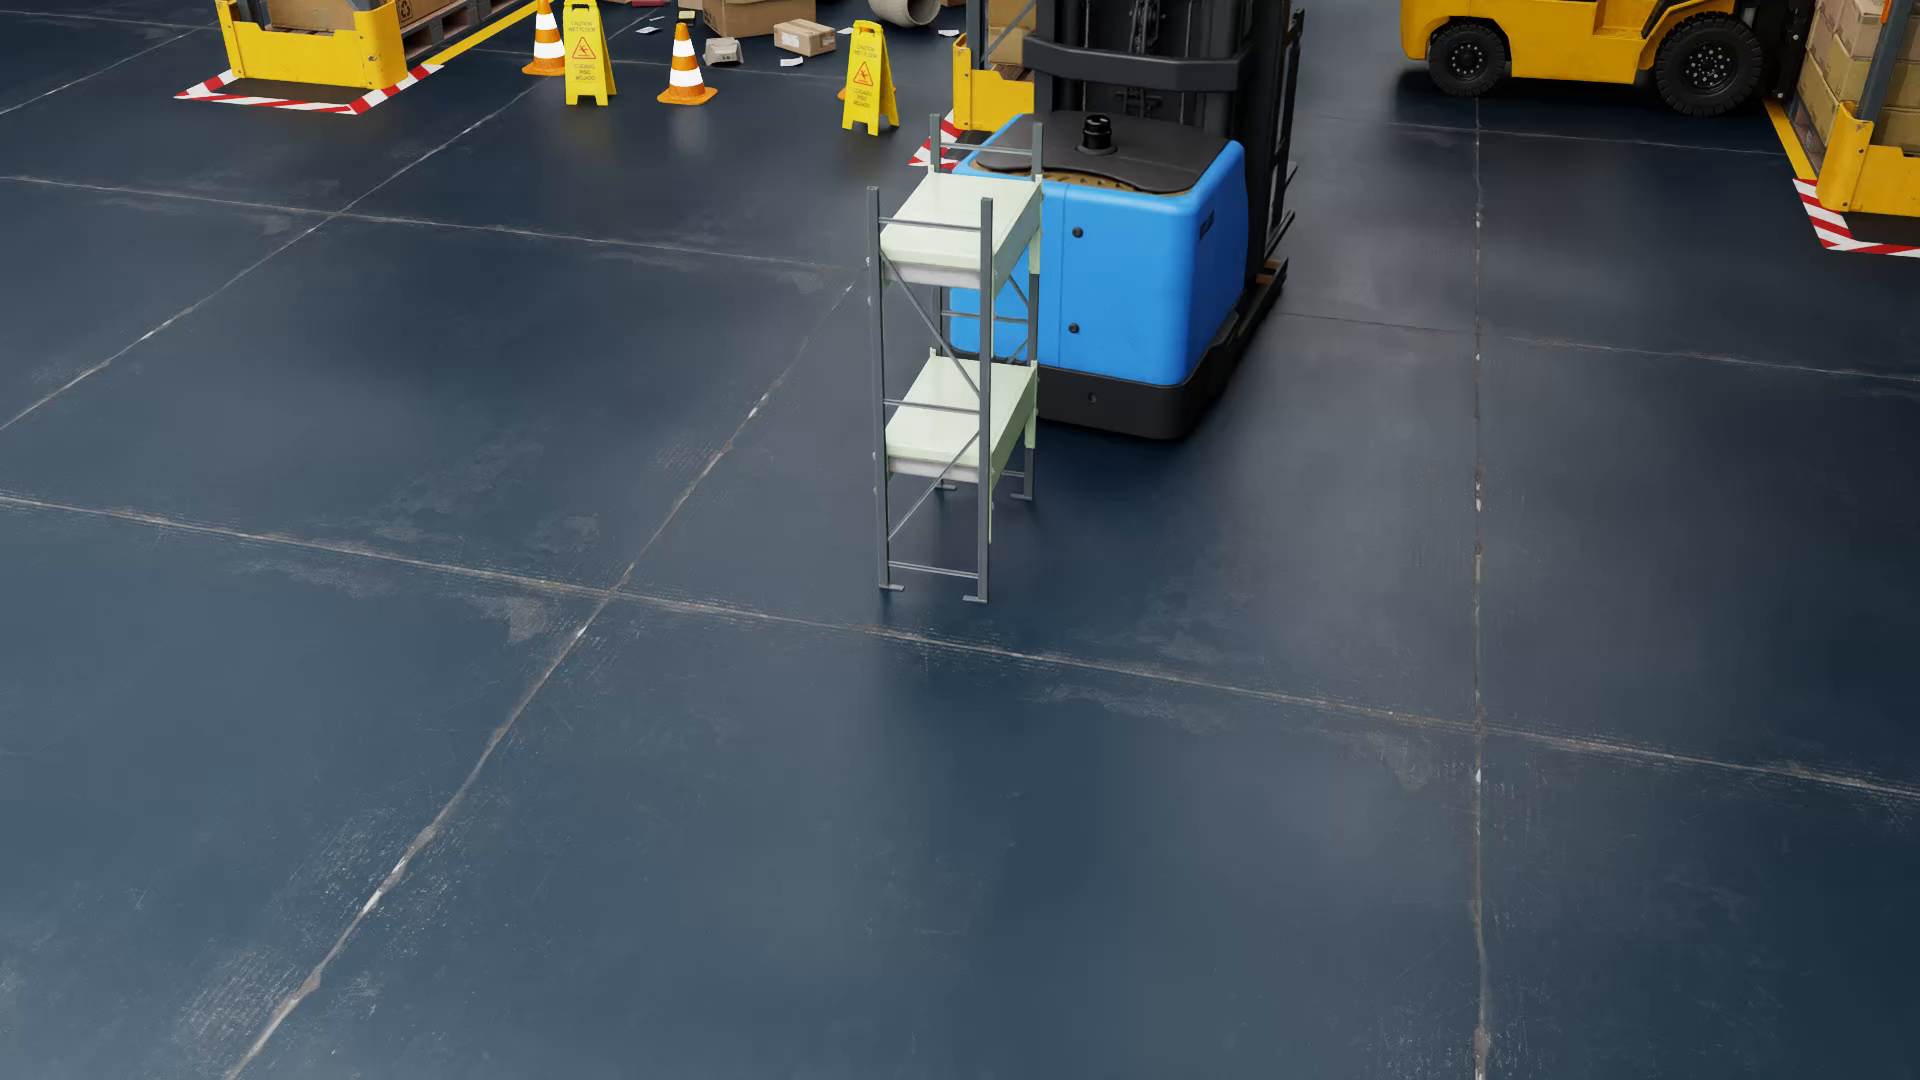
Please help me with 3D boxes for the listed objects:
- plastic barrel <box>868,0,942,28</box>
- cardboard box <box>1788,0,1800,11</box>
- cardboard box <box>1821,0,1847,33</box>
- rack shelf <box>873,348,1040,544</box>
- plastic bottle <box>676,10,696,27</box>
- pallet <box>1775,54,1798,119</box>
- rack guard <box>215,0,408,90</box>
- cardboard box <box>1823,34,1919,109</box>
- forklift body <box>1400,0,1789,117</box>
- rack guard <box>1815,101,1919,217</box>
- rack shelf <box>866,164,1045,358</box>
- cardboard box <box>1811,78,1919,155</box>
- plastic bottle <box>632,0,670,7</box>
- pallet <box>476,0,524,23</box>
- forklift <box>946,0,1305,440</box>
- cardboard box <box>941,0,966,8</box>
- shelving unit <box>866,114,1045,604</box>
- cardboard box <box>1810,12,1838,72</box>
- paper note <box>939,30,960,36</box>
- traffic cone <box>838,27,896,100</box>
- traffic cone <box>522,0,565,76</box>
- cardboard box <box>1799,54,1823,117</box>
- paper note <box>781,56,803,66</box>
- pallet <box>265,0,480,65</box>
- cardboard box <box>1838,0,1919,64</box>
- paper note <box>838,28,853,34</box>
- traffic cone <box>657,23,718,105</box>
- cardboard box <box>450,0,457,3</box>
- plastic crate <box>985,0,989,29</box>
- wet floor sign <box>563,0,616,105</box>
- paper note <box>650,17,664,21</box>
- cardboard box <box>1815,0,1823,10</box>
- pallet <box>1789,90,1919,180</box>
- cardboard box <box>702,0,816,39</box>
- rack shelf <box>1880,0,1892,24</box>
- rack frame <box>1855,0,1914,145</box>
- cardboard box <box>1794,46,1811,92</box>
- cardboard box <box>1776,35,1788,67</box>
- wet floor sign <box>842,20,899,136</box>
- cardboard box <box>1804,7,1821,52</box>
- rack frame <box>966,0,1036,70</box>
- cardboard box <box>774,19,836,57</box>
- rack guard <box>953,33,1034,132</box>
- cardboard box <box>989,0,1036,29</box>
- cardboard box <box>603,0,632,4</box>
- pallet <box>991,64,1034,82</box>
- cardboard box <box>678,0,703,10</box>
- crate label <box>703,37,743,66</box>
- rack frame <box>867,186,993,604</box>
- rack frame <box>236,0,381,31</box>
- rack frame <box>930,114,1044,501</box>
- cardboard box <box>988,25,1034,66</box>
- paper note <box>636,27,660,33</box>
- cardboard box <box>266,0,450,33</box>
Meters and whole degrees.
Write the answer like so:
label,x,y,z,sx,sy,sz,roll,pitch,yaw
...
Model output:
label,x,y,z,sx,sy,sz,roll,pitch,yaw
plastic barrel,-0.406,-3.959,12.082,0.421,0.421,0.512,-21,38,-29
cardboard box,5.536,-3.406,10.517,0.500,0.250,0.500,8,33,12
cardboard box,5.275,-3.080,9.538,0.500,0.250,0.500,9,33,13
rack shelf,-0.002,-0.354,6.017,0.431,0.370,0.720,8,33,12
plastic bottle,-2.013,-3.848,12.245,0.133,0.061,0.283,-3,33,-4
pallet,5.802,-2.951,10.695,1.003,0.211,1.213,8,33,12
rack guard,-4.286,-3.322,11.009,1.175,0.500,0.348,8,33,12
cardboard box,5.157,-2.617,9.276,0.500,0.250,0.500,8,33,12
forklift body,4.053,-3.968,10.487,2.313,2.155,1.214,8,33,12
rack guard,5.330,-2.027,8.972,1.175,0.500,0.348,8,33,12
rack shelf,-0.002,-0.959,5.633,0.431,0.370,0.720,8,33,12
cardboard box,5.150,-2.398,9.397,0.500,0.250,0.500,8,33,13
plastic bottle,-2.345,-4.097,12.637,0.283,0.061,0.133,-3,33,-4
pallet,-3.841,-4.269,12.769,1.003,0.211,1.213,8,33,12
forklift,0.962,-2.425,7.332,1.130,2.935,3.031,12,34,18
cardboard box,-0.039,-4.419,12.733,0.500,0.500,0.500,-21,38,-29
shelving unit,-0.002,-0.629,5.842,0.431,1.500,0.755,8,33,12
cardboard box,5.295,-2.876,9.683,0.500,0.250,0.500,8,33,12
paper note,-0.079,-3.661,11.980,0.142,0.019,0.148,-3,33,-4
traffic cone,-0.604,-3.096,10.689,0.336,0.463,0.334,8,33,12
traffic cone,-2.771,-3.401,11.168,0.336,0.463,0.334,8,33,12
cardboard box,5.285,-2.654,9.801,0.500,0.250,0.500,8,33,12
paper note,-1.151,-3.276,11.375,0.148,0.019,0.142,-3,33,-4
pallet,-4.152,-3.638,11.776,1.003,0.211,1.213,8,33,12
cardboard box,5.152,-2.814,9.120,0.500,0.250,0.500,9,34,14
paper note,-0.791,-3.692,12.040,0.148,0.019,0.142,20,38,29
traffic cone,-1.764,-3.071,10.649,0.336,0.463,0.334,8,33,12
cardboard box,-3.950,-4.488,12.102,0.875,0.875,0.875,8,33,12
plastic crate,0.358,-3.908,12.323,0.402,0.080,0.583,-3,33,-4
wet floor sign,-2.372,-3.111,10.542,0.267,0.644,0.232,3,33,4
paper note,-2.245,-3.863,12.316,0.032,0.001,0.123,28,42,36
cardboard box,5.394,-3.343,9.952,0.500,0.250,0.500,8,33,13
pallet,5.490,-2.320,9.702,1.003,0.211,1.213,8,33,12
cardboard box,-1.469,-3.970,12.027,0.797,0.503,0.637,-14,35,-21
rack shelf,5.844,-3.828,10.146,1.077,0.370,4.000,8,33,12
rack frame,5.336,-3.094,8.321,1.000,3.000,0.127,8,33,12
cardboard box,5.421,-2.913,10.207,0.500,0.250,0.500,8,33,13
cardboard box,5.531,-3.185,10.636,0.500,0.250,0.500,9,34,14
wet floor sign,-0.549,-2.821,10.087,0.267,0.644,0.232,20,38,29
cardboard box,5.406,-3.146,10.109,0.500,0.250,0.500,7,33,11
rack frame,0.534,-3.768,9.381,1.000,3.000,0.127,8,33,12
cardboard box,-1.087,-3.520,11.648,0.380,0.149,0.250,28,42,36
rack guard,0.553,-2.752,10.114,1.175,0.500,0.348,8,33,12
cardboard box,0.485,-3.552,10.515,0.500,0.500,0.500,8,33,13
cardboard box,-2.666,-4.466,12.807,0.500,0.500,0.500,14,35,21
pallet,0.794,-3.047,10.847,1.003,0.211,1.213,8,33,12
cardboard box,-1.919,-4.168,12.560,0.396,0.266,0.258,14,35,21
crate label,-1.625,-3.350,11.391,0.250,0.136,0.298,-8,33,-13
rack frame,-0.095,-0.440,5.543,0.400,1.500,0.023,8,33,12
rack frame,-4.279,-4.389,10.358,1.000,3.000,0.127,8,33,12
rack frame,0.091,-0.819,6.141,0.400,1.500,0.023,8,33,12
cardboard box,0.485,-3.253,10.743,0.500,0.250,0.500,8,33,12
paper note,-2.250,-3.697,12.038,0.144,0.017,0.142,20,38,29
cardboard box,-4.171,-4.031,11.384,0.875,0.875,0.875,8,33,13
